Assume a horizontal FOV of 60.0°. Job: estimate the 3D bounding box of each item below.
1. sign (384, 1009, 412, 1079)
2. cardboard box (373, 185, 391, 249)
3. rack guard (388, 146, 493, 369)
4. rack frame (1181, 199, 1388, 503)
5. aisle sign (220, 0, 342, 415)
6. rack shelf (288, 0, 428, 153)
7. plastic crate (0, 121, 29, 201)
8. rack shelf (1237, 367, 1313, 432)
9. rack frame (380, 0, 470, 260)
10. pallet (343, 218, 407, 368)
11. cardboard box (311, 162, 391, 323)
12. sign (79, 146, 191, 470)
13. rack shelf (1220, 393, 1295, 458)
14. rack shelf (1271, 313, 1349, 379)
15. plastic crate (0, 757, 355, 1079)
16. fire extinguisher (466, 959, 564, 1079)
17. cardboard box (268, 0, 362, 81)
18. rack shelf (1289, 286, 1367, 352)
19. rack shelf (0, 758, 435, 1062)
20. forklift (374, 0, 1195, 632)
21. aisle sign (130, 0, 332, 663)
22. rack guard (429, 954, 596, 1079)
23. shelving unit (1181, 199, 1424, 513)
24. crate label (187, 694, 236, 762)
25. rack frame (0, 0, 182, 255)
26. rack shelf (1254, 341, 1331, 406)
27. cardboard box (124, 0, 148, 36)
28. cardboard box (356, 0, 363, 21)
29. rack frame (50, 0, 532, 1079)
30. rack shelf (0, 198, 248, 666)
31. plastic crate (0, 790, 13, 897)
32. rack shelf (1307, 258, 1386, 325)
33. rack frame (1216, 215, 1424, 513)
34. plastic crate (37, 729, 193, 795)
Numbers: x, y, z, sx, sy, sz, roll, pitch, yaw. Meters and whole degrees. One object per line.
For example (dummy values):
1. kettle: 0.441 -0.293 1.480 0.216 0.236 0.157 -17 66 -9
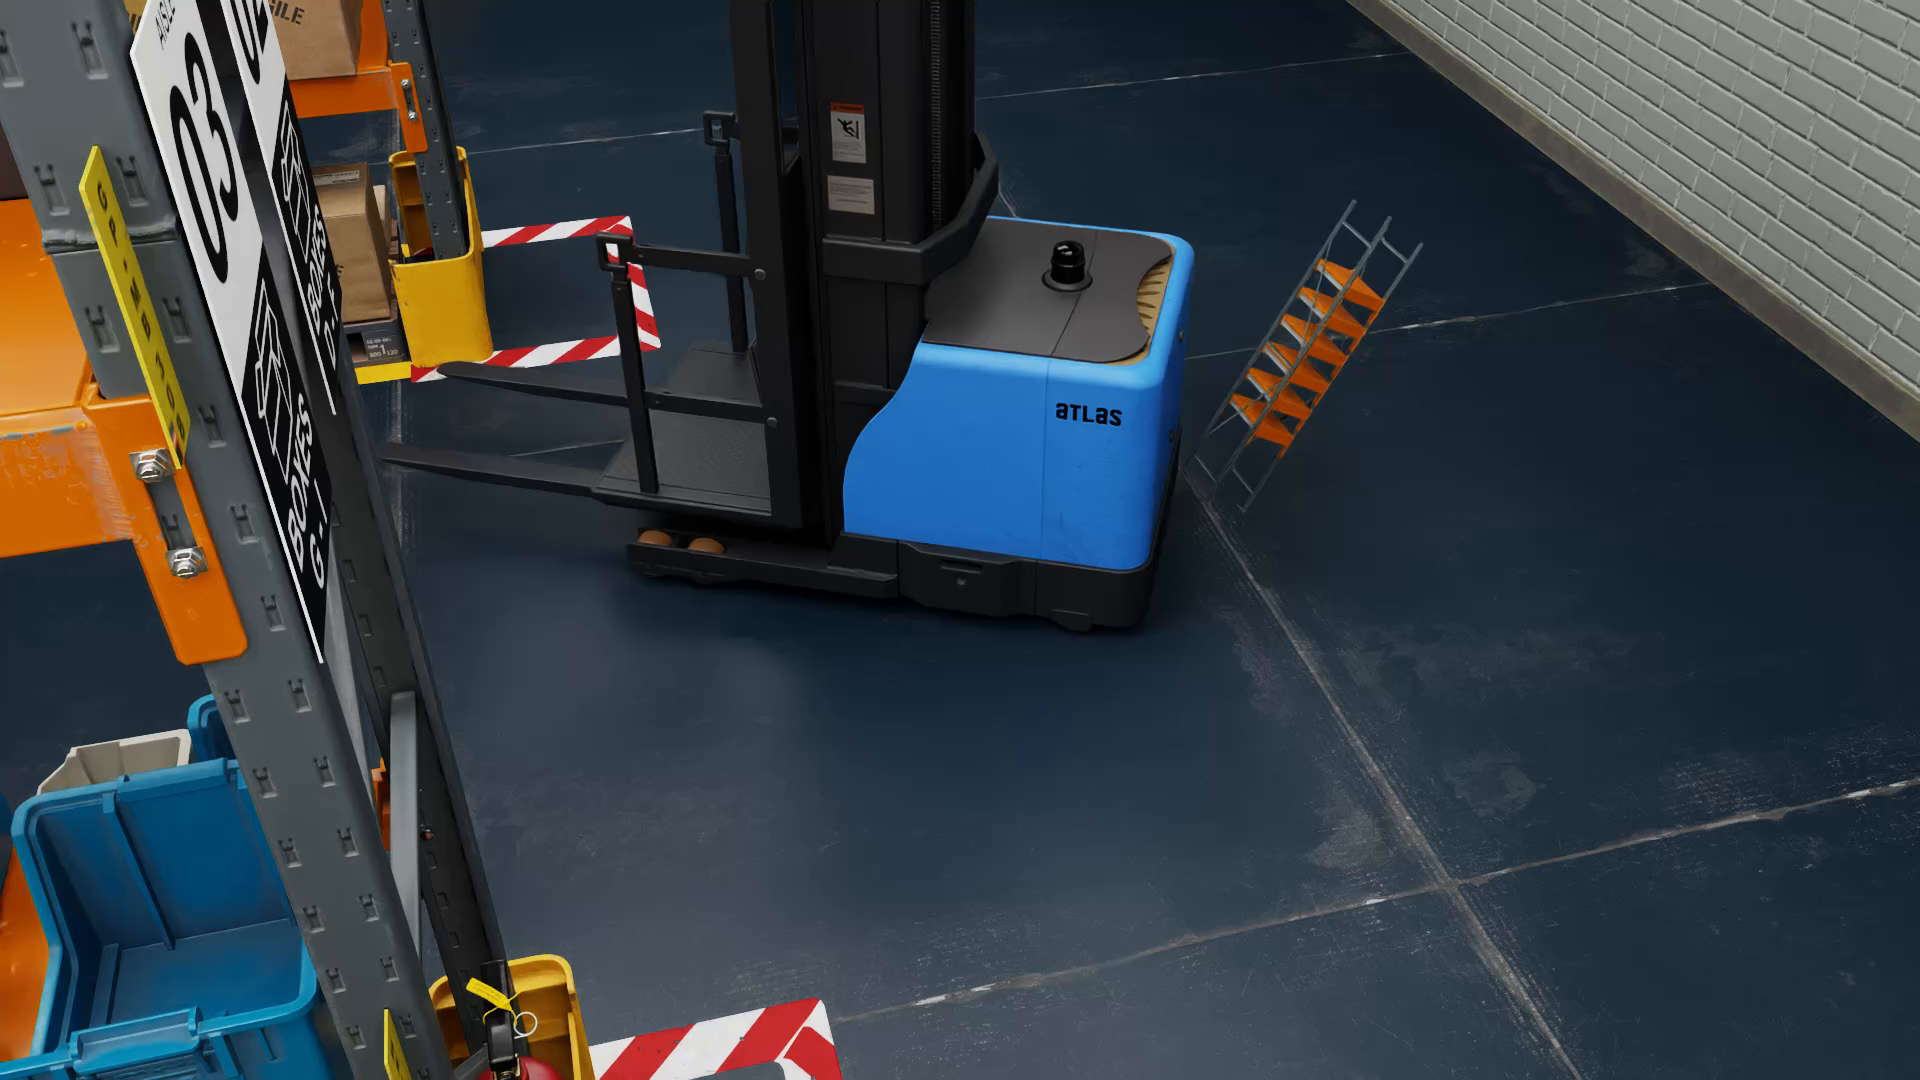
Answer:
1. sign: -0.840 0.853 2.531 0.005 0.325 0.100 -9 38 -12
2. cardboard box: -2.780 -1.486 7.708 0.250 0.149 0.380 -9 38 -12
3. rack guard: -2.360 -1.303 7.542 0.348 0.500 1.175 -9 38 -12
4. rack frame: 1.174 -0.682 6.123 0.006 1.200 0.240 15 29 -31
5. aisle sign: -1.007 -0.620 2.452 0.004 0.787 0.394 -9 38 -12
6. rack shelf: -4.217 -1.705 6.603 4.000 0.370 1.077 -9 38 -12
7. plastic crate: -1.443 -0.644 2.262 0.590 0.269 0.497 -9 38 -12
8. rack shelf: 1.174 -0.533 6.239 0.180 0.103 0.258 15 29 -31
9. rack frame: -2.287 -2.308 6.798 0.127 3.000 1.000 -9 38 -12
10. pallet: -3.129 -1.061 7.464 1.213 0.211 1.003 -9 38 -12
11. cardboard box: -2.747 -1.259 7.123 0.500 0.500 0.500 -9 38 -12
12. sign: -0.840 -0.232 1.701 0.005 0.325 0.100 -9 38 -12
13. rack shelf: 1.119 -0.439 6.289 0.180 0.103 0.258 15 29 -31
14. rack shelf: 1.285 -0.721 6.139 0.180 0.103 0.258 15 29 -31
15. plastic crate: -1.273 0.723 2.758 0.499 0.435 0.616 -9 38 -12
16. fire extinguisher: -0.735 1.020 2.819 0.183 0.674 0.296 -9 38 -12
17. cardboard box: -2.648 -2.117 6.466 0.500 0.500 0.500 -8 38 -11
18. rack shelf: 1.340 -0.815 6.089 0.180 0.103 0.258 15 29 -31
19. rack shelf: -2.930 1.201 2.804 4.000 0.370 1.077 -9 38 -12
20. forklift: -0.728 -1.309 5.549 3.031 2.935 1.130 8 38 10
21. aisle sign: -0.853 -0.274 2.000 0.004 0.787 0.394 -9 38 -12
22. rack guard: -0.979 1.580 3.774 0.348 0.500 1.175 -9 38 -12
23. shelving unit: 1.250 -0.662 6.170 0.189 1.200 0.258 15 29 -31
24. crate label: -1.323 0.487 3.233 0.303 0.233 0.416 -9 38 -12
25. rack frame: -0.999 -1.785 1.177 0.127 3.000 1.000 -9 38 -12
26. rack shelf: 1.230 -0.627 6.189 0.180 0.103 0.258 15 29 -31
27. cardboard box: -3.148 -2.033 6.356 0.500 0.500 0.500 -9 38 -12
28. cardboard box: -2.784 -2.432 6.878 0.500 0.500 0.500 -9 38 -11
29. rack frame: -0.999 0.598 2.999 0.127 3.000 1.000 -9 38 -12
30. rack shelf: -2.930 0.009 1.892 4.000 0.370 1.077 -9 38 -12
31. plastic crate: -1.959 0.591 3.097 0.300 0.233 0.416 -9 38 -12
32. rack shelf: 1.395 -0.910 6.039 0.180 0.103 0.258 15 29 -31
33. rack frame: 1.326 -0.642 6.217 0.006 1.200 0.240 15 29 -31
34. plastic crate: -1.654 0.527 3.260 0.298 0.136 0.250 -9 38 -12
